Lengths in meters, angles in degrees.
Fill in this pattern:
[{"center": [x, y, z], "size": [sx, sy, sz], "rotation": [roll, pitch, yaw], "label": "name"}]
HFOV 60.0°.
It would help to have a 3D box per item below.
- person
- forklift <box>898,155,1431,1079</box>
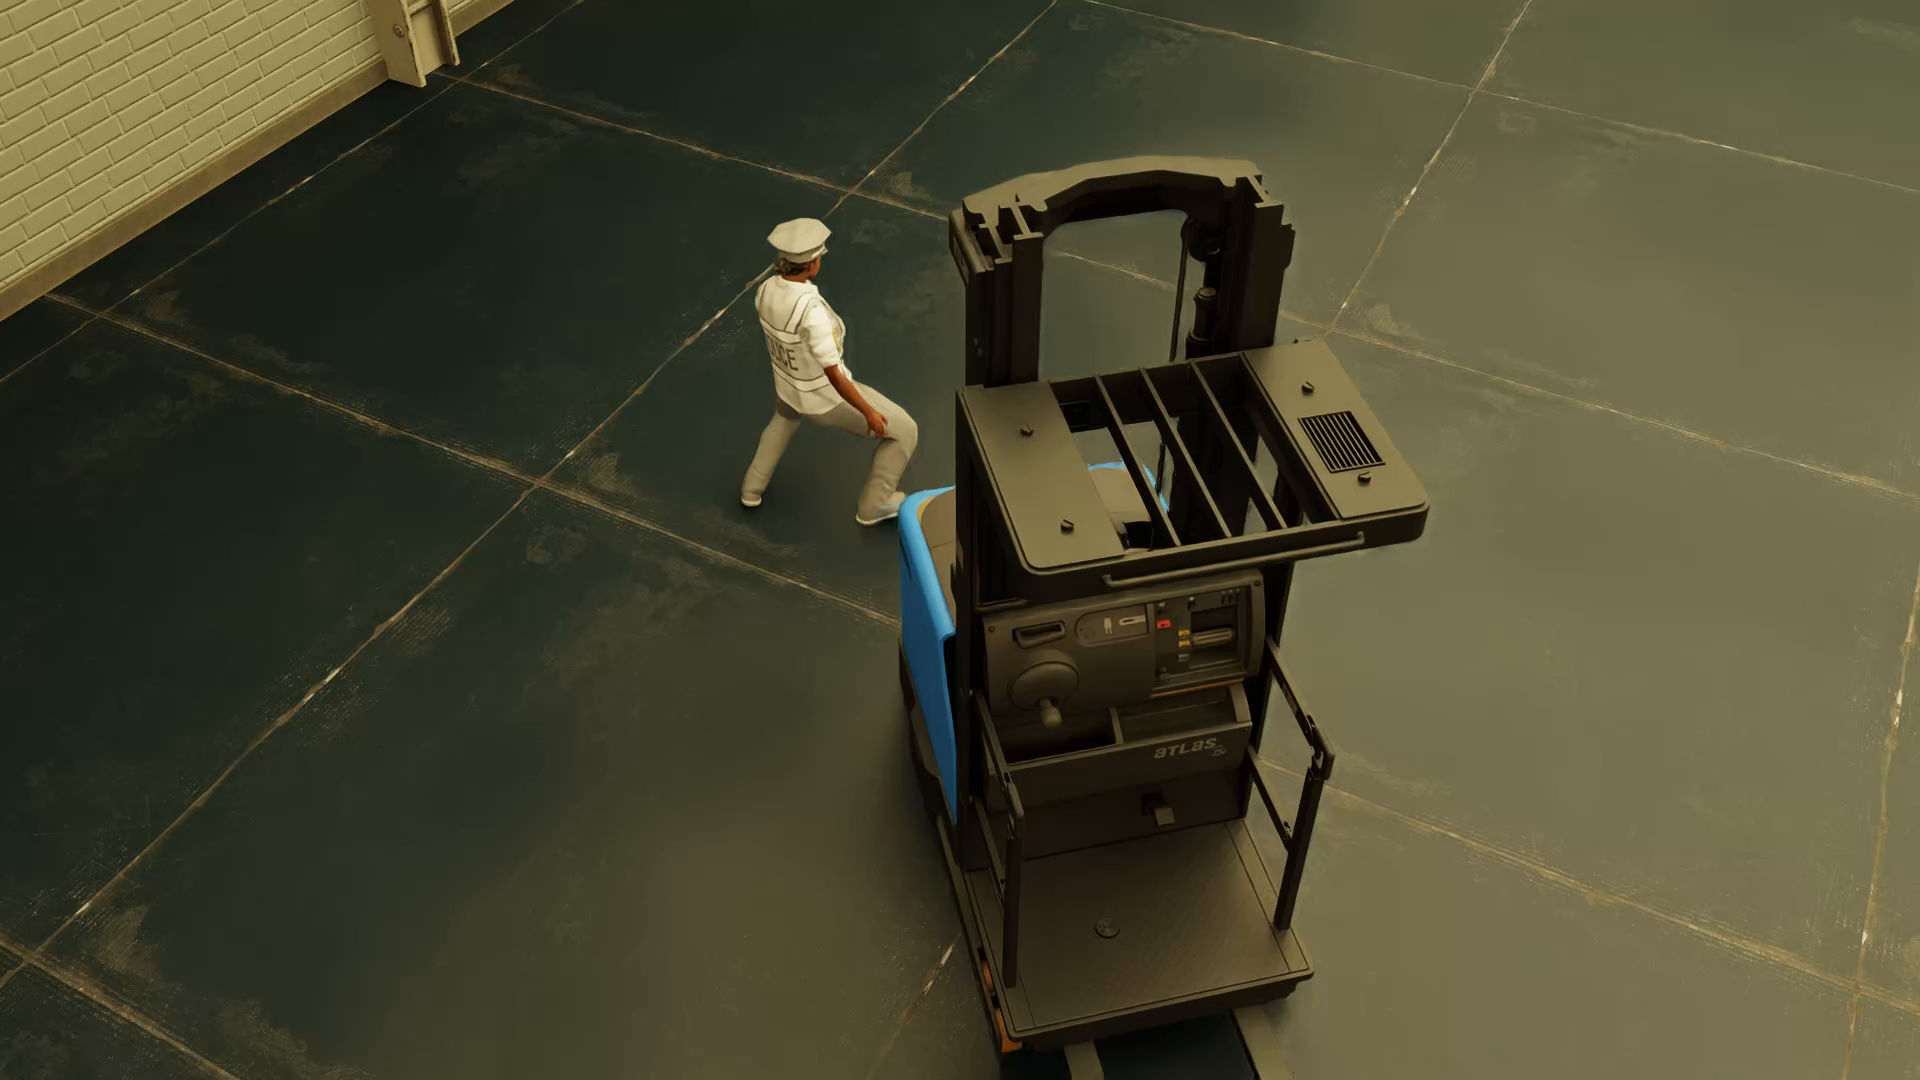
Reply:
[{"center": [-0.660, -0.733, 7.481], "size": [0.649, 1.546, 0.877], "rotation": [-28, 50, -27], "label": "person"}, {"center": [0.585, 0.444, 5.183], "size": [1.130, 2.935, 3.031], "rotation": [-9, 44, -10], "label": "forklift"}]
